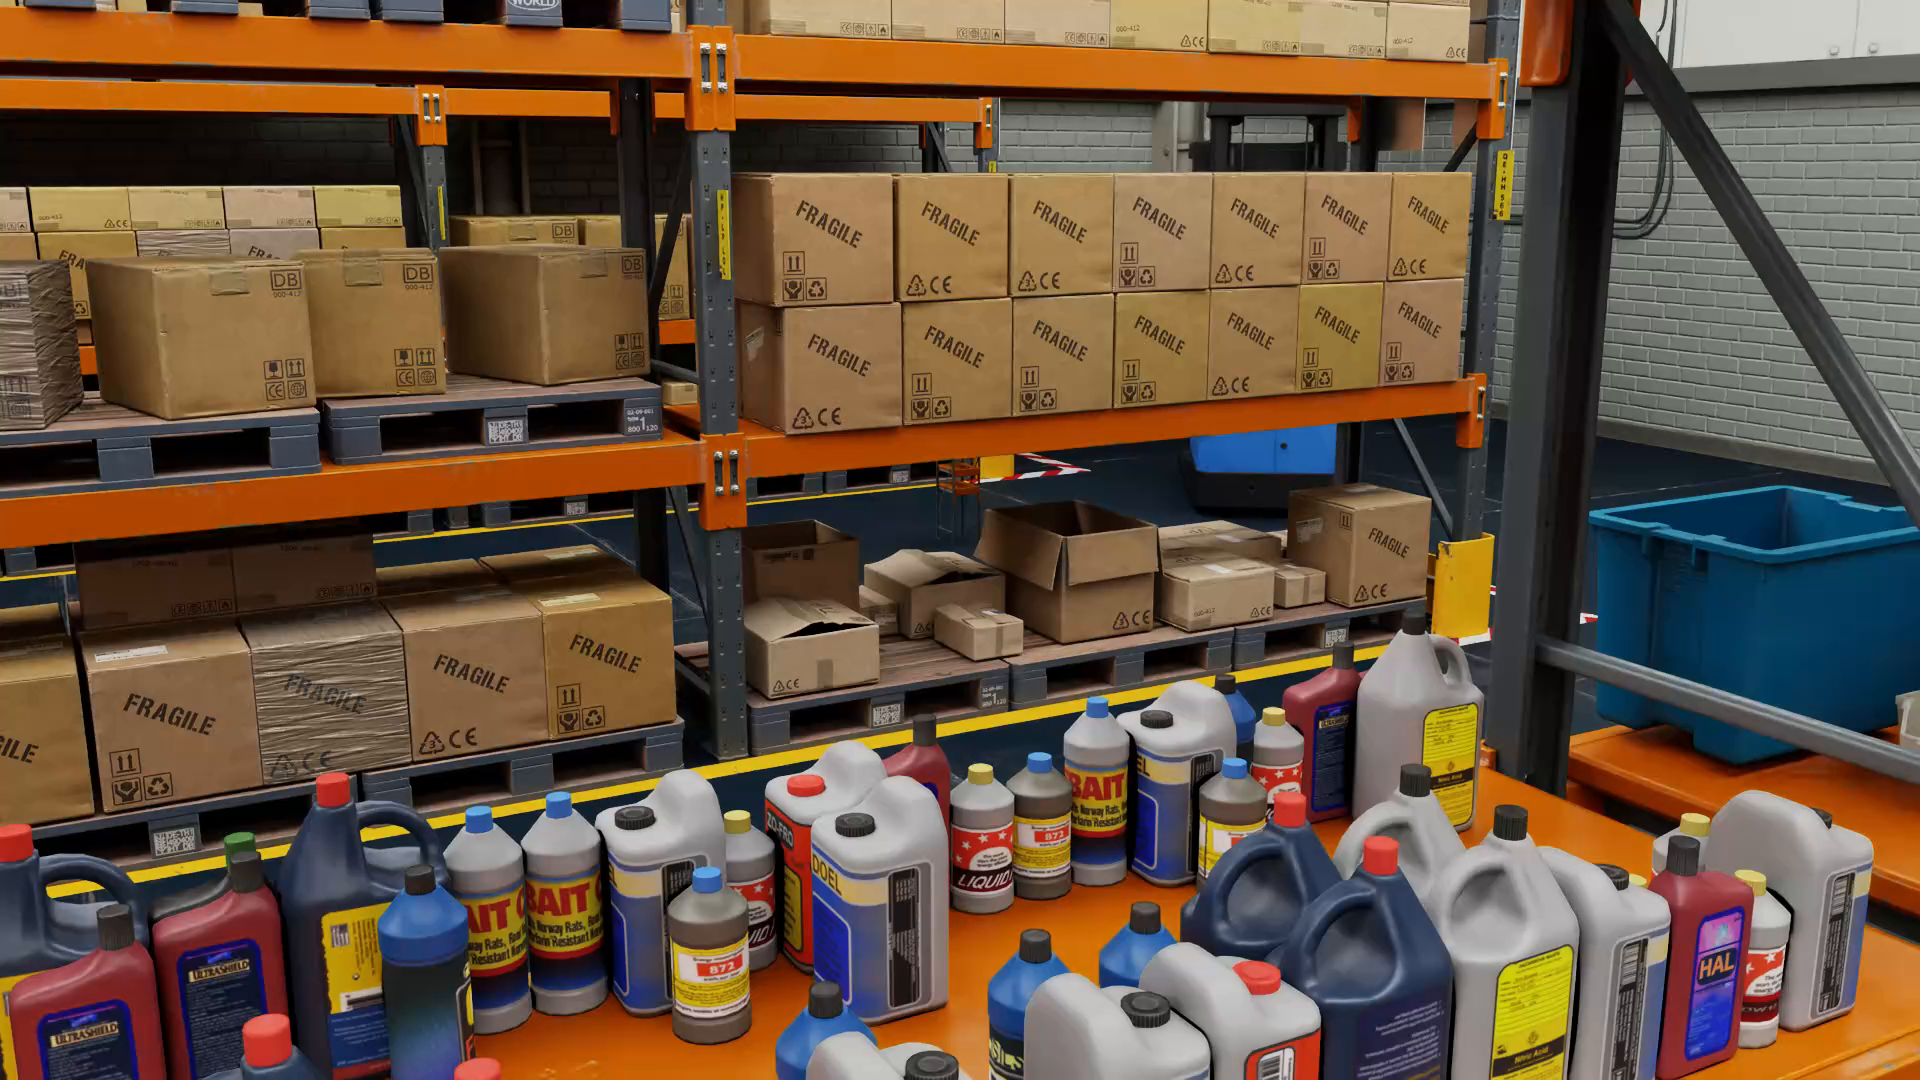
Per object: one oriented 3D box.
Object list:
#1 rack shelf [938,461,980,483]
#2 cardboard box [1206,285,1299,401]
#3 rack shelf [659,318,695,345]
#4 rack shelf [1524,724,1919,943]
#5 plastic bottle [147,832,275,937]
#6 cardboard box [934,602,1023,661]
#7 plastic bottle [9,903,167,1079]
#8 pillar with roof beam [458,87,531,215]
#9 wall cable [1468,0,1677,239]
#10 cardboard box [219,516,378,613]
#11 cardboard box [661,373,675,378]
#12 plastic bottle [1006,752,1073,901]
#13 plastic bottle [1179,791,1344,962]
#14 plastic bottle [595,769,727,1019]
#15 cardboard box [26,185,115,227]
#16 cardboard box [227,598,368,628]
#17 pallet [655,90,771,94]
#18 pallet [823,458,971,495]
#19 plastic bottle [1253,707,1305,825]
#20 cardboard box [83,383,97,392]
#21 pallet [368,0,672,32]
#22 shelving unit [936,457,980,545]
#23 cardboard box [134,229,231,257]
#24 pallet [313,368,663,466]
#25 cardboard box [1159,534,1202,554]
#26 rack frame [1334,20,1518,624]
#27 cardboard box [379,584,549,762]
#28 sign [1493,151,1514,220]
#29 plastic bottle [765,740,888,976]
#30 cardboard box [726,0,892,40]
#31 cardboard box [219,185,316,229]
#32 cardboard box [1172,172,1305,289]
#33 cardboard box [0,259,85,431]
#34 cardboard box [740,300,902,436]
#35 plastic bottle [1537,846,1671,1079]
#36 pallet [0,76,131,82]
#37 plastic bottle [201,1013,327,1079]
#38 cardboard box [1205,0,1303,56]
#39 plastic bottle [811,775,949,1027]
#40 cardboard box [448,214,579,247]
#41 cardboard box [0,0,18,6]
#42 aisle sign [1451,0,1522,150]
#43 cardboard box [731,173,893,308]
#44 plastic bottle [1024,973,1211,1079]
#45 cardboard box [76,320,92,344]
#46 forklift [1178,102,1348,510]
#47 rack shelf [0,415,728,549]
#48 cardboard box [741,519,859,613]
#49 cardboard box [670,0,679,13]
[{"bbox_3d":[-0.013,-0.423,10.507,0.180,0.103,0.258,-7,14,-28],"label":"rack shelf"},{"bbox_3d":[1.209,-0.937,7.713,0.500,0.500,0.500,-7,14,-27],"label":"cardboard box"},{"bbox_3d":[-1.766,-1.487,12.025,4.000,0.370,1.077,-7,14,-28],"label":"rack shelf"},{"bbox_3d":[2.980,0.422,3.541,4.000,0.370,1.077,-7,14,-28],"label":"rack shelf"},{"bbox_3d":[-0.853,0.481,1.908,0.133,0.283,0.061,-7,14,-28],"label":"plastic bottle"},{"bbox_3d":[0.081,0.399,7.457,0.250,0.166,0.380,-7,14,-28],"label":"cardboard box"},{"bbox_3d":[-0.901,0.522,1.722,0.133,0.283,0.061,-7,14,-28],"label":"plastic bottle"},{"bbox_3d":[-1.259,-3.965,7.734,0.400,9.000,9.100,-7,14,-28],"label":"pillar with roof beam"},{"bbox_3d":[5.125,-3.987,14.901,0.112,2.526,3.097,-7,14,-28],"label":"wall cable"},{"bbox_3d":[-2.564,0.074,6.430,0.500,0.250,0.500,-7,14,-28],"label":"cardboard box"},{"bbox_3d":[-2.124,-1.122,12.021,0.250,0.149,0.380,-7,14,-27],"label":"cardboard box"},{"bbox_3d":[0.115,0.409,2.412,0.097,0.201,0.097,0,13,0],"label":"plastic bottle"},{"bbox_3d":[0.344,0.457,1.860,0.185,0.351,0.144,-7,14,-28],"label":"plastic bottle"},{"bbox_3d":[-0.380,0.439,2.110,0.135,0.276,0.152,-7,14,-28],"label":"plastic bottle"},{"bbox_3d":[-5.404,-2.035,10.162,0.500,0.250,0.500,-7,15,-29],"label":"cardboard box"},{"bbox_3d":[-2.592,0.445,6.493,0.500,0.500,0.500,-7,14,-27],"label":"cardboard box"},{"bbox_3d":[-1.729,-3.260,11.631,1.213,0.211,1.003,-7,14,-28],"label":"pallet"},{"bbox_3d":[-0.675,-0.589,12.746,1.213,0.211,1.003,-7,14,-28],"label":"pallet"},{"bbox_3d":[0.489,0.364,2.611,0.097,0.201,0.097,0,13,0],"label":"plastic bottle"},{"bbox_3d":[-5.553,-0.506,9.966,0.750,0.750,0.750,-7,14,-28],"label":"cardboard box"},{"bbox_3d":[-1.751,-1.990,6.217,1.003,0.211,1.213,-7,14,-28],"label":"pallet"},{"bbox_3d":[-0.013,-0.584,10.471,0.189,1.200,0.258,-7,14,-28],"label":"shelving unit"},{"bbox_3d":[-4.694,-1.628,10.059,0.500,0.500,0.500,-7,14,-28],"label":"cardboard box"},{"bbox_3d":[-1.899,-0.517,6.512,1.213,0.211,1.003,-7,14,-28],"label":"pallet"},{"bbox_3d":[0.875,0.140,8.415,0.500,0.250,0.500,-7,14,-28],"label":"cardboard box"},{"bbox_3d":[2.366,-1.094,8.641,0.127,3.000,1.000,-7,14,-28],"label":"rack frame"},{"bbox_3d":[-1.879,0.489,6.297,0.500,0.500,0.500,-7,14,-28],"label":"cardboard box"},{"bbox_3d":[2.614,-1.704,7.994,0.005,0.325,0.100,-7,14,-28],"label":"sign"},{"bbox_3d":[-0.177,0.415,2.218,0.135,0.276,0.152,-7,14,-28],"label":"plastic bottle"},{"bbox_3d":[-0.600,-2.067,6.473,0.500,0.250,0.500,-7,14,-28],"label":"cardboard box"},{"bbox_3d":[-4.263,-2.047,10.215,0.500,0.250,0.500,-6,14,-27],"label":"cardboard box"},{"bbox_3d":[1.211,-1.422,7.593,0.500,0.500,0.500,-6,14,-26],"label":"cardboard box"},{"bbox_3d":[-3.263,-0.654,5.499,0.500,0.500,0.700,-4,13,-17],"label":"cardboard box"},{"bbox_3d":[-0.567,-0.724,6.765,0.500,0.500,0.500,-6,14,-26],"label":"cardboard box"},{"bbox_3d":[0.713,0.484,1.909,0.135,0.276,0.152,-7,14,-28],"label":"plastic bottle"},{"bbox_3d":[-5.513,-2.775,9.704,1.213,0.211,1.003,-6,14,-25],"label":"pallet"},{"bbox_3d":[-0.583,0.566,1.375,0.185,0.351,0.144,-7,14,-28],"label":"plastic bottle"},{"bbox_3d":[1.164,-2.274,7.393,0.500,0.250,0.500,-7,14,-28],"label":"cardboard box"},{"bbox_3d":[-0.104,0.444,2.088,0.135,0.276,0.152,-7,14,-28],"label":"plastic bottle"},{"bbox_3d":[-3.038,-1.828,11.218,0.700,0.700,0.980,-7,14,-27],"label":"cardboard box"},{"bbox_3d":[-5.703,-3.118,9.568,0.500,0.500,0.700,-6,14,-25],"label":"cardboard box"},{"bbox_3d":[2.572,-2.311,8.125,0.004,0.787,0.394,-7,14,-28],"label":"aisle sign"},{"bbox_3d":[-0.597,-1.206,6.629,0.500,0.500,0.500,-6,14,-26],"label":"cardboard box"},{"bbox_3d":[0.152,0.551,1.611,0.135,0.276,0.152,-7,14,-28],"label":"plastic bottle"},{"bbox_3d":[-5.292,-1.248,9.848,0.250,0.149,0.380,-7,14,-28],"label":"cardboard box"},{"bbox_3d":[2.245,-1.904,12.395,1.130,2.935,3.031,1,13,5],"label":"forklift"},{"bbox_3d":[-2.901,-0.112,5.915,4.000,0.370,1.077,-7,14,-28],"label":"rack shelf"},{"bbox_3d":[-0.781,0.217,7.506,0.500,0.500,0.500,-7,14,-28],"label":"cardboard box"},{"bbox_3d":[-1.883,-3.767,11.133,0.500,0.500,0.500,-7,14,-28],"label":"cardboard box"}]
